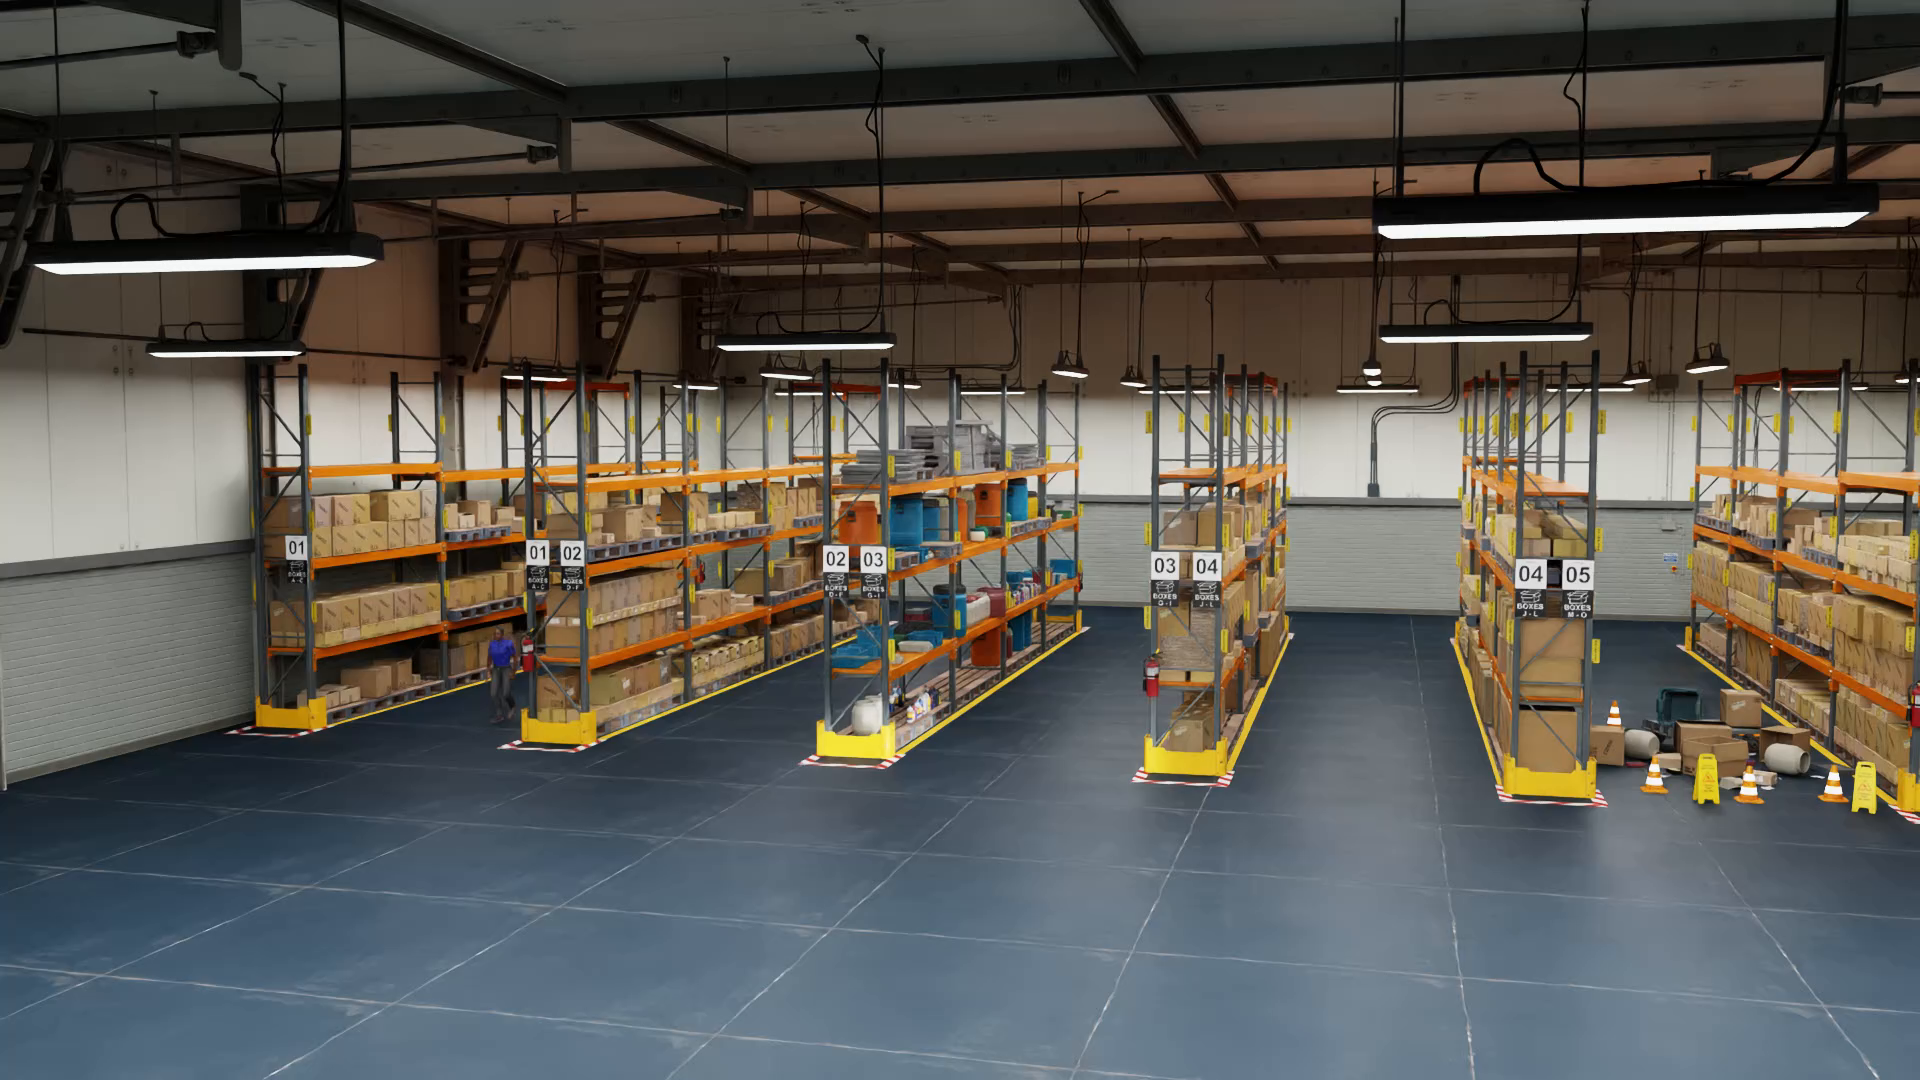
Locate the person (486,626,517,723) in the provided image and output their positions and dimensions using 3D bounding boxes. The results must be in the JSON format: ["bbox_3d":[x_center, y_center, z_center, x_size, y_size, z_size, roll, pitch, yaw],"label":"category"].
[{"bbox_3d":[-7.736,2.254,28.187,0.540,1.641,0.555,1,4,13],"label":"person"}]
